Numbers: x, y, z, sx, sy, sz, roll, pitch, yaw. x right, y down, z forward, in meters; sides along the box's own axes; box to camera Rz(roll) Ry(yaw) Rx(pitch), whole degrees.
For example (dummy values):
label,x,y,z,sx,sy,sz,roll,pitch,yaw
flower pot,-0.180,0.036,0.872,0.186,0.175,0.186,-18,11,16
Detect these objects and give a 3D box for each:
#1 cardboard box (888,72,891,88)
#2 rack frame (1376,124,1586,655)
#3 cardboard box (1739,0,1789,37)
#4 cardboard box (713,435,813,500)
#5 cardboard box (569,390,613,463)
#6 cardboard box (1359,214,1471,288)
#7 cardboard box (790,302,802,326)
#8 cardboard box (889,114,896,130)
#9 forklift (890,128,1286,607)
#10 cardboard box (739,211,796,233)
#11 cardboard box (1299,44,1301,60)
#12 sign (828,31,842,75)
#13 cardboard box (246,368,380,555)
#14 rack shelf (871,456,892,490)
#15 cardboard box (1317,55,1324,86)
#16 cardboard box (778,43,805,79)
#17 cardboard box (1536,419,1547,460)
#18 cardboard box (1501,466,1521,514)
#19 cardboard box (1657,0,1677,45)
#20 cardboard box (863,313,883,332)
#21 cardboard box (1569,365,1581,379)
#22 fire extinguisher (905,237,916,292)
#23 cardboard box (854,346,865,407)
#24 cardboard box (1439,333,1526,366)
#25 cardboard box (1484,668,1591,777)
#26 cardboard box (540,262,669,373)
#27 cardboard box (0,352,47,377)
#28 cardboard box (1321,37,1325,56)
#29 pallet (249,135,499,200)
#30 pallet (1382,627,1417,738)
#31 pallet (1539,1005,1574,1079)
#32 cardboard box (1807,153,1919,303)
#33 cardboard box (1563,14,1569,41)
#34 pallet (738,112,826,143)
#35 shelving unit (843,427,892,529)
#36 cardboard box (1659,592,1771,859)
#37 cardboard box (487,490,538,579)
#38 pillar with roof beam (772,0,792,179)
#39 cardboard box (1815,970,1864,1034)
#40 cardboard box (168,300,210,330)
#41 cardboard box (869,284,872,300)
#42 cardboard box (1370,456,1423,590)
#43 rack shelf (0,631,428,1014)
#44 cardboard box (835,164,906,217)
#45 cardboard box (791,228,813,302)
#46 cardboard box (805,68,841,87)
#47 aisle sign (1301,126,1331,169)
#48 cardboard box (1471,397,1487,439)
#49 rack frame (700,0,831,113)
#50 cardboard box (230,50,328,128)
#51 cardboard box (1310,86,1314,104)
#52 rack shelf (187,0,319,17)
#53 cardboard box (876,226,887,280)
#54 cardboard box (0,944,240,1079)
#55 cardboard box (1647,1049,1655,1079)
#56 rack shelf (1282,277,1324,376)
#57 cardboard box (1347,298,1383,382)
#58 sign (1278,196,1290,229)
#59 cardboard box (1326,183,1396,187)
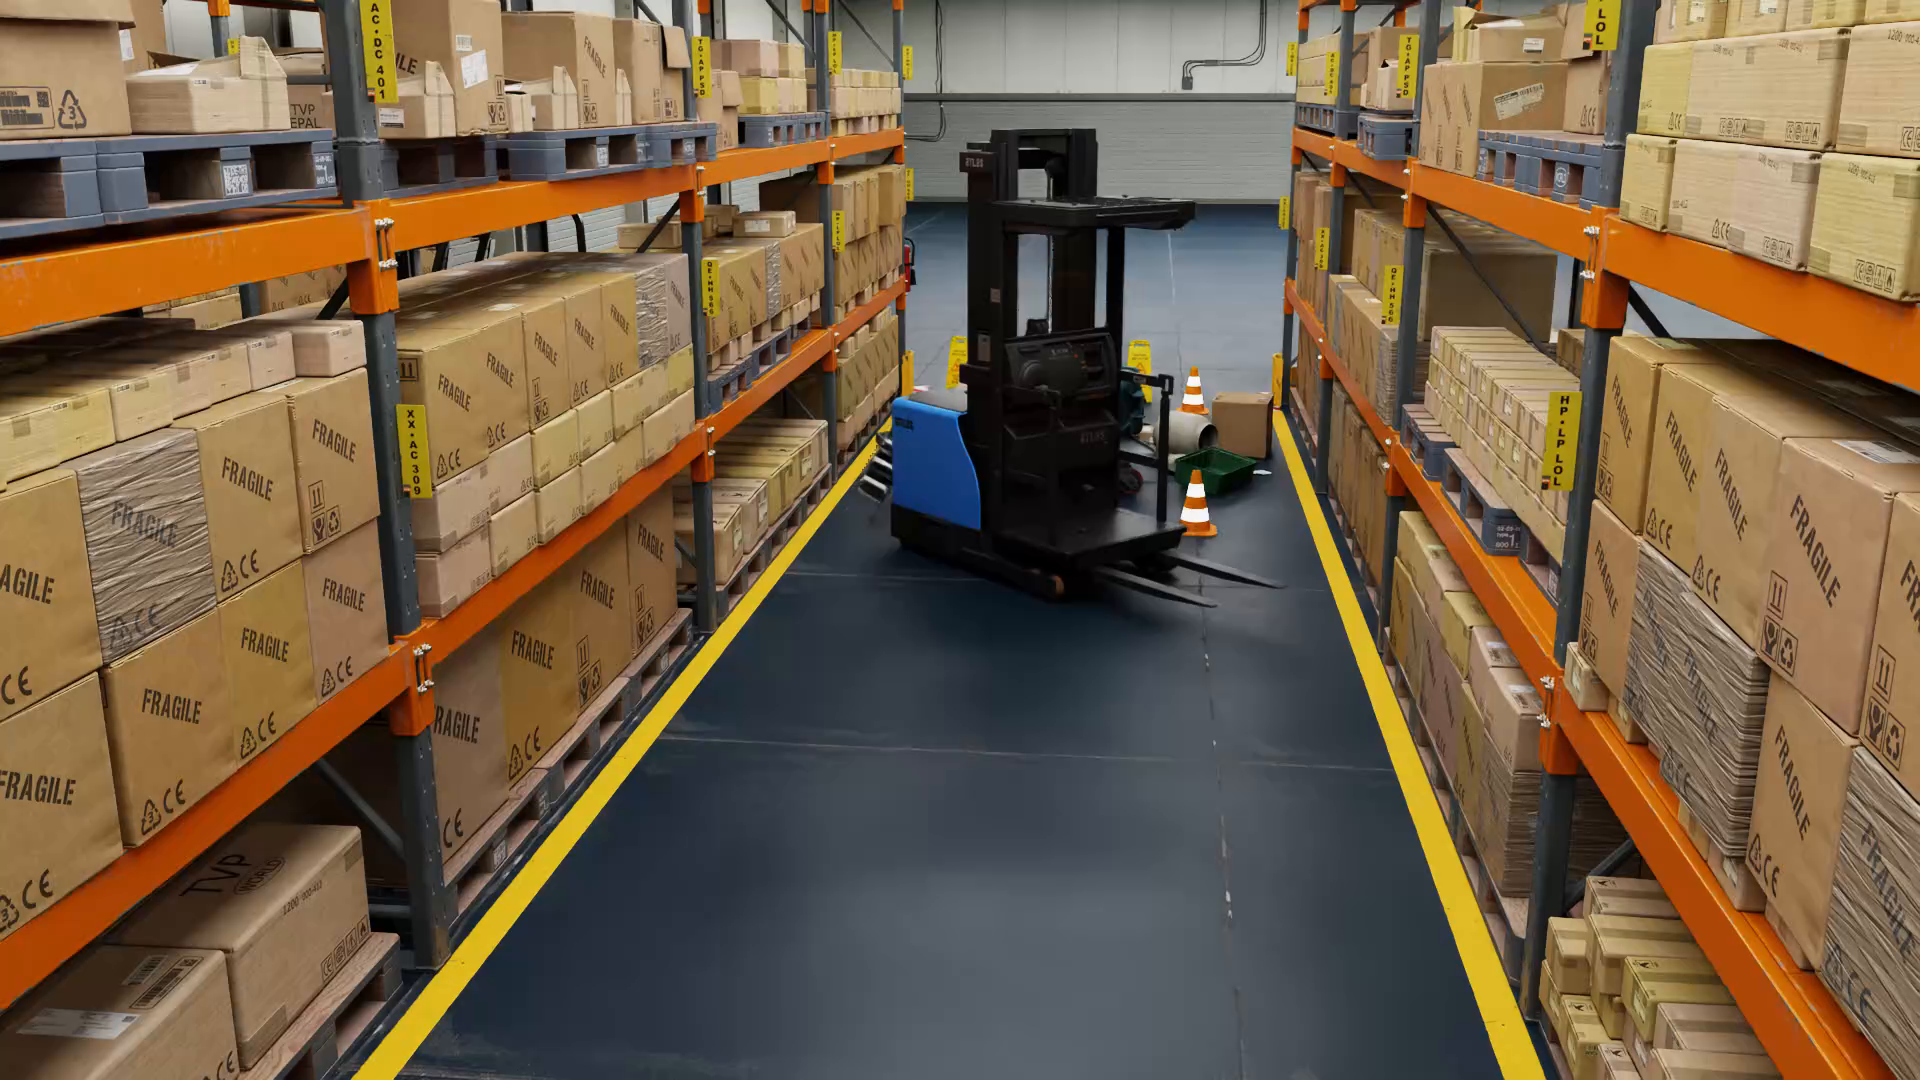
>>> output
label,x,y,z,sx,sy,sz,roll,pitch,yaw
cardboard box,-0.891,-4.526,16.362,0.380,0.149,0.250,2,15,7
rack frame,2.948,-0.782,9.309,1.000,3.000,0.127,2,15,6
cardboard box,2.113,-1.284,3.981,0.380,0.149,0.250,1,15,5
cardboard box,-1.665,-0.551,12.683,0.950,0.372,0.625,3,15,10
cardboard box,-1.934,-0.537,7.730,0.500,0.250,0.500,1,15,5
cardboard box,3.293,-2.088,12.031,0.700,0.500,0.500,1,15,5
cardboard box,-1.380,-1.677,12.295,0.380,0.149,0.250,2,15,7
cardboard box,-0.837,-4.137,16.451,0.380,0.149,0.250,2,15,7
forklift,0.810,-1.168,10.868,1.130,2.935,3.031,-12,19,-37
cardboard box,-1.423,-2.342,12.266,0.380,0.149,0.250,1,15,5
cardboard box,3.497,-4.743,16.166,0.380,0.149,0.250,2,15,7
sign,-0.979,-3.812,13.020,0.100,0.325,0.005,2,15,6
cardboard box,-2.212,-0.265,5.288,0.500,0.500,0.500,2,15,6
rack shelf,-0.583,-0.503,12.464,0.200,0.077,0.258,28,-28,-1
cardboard box,3.316,-3.986,14.131,0.500,0.250,0.500,2,15,6
cardboard box,-1.469,-3.605,12.526,0.500,0.250,0.500,2,15,8
cardboard box,2.409,-0.360,6.284,0.380,0.149,0.250,1,15,4
cardboard box,2.458,-0.204,6.848,0.380,0.149,0.250,1,15,4
cardboard box,2.223,-1.486,4.730,0.380,0.149,0.250,1,15,5
cardboard box,-0.948,-2.081,15.896,0.380,0.149,0.250,2,15,9
cardboard box,3.316,-0.797,8.468,0.380,0.149,0.250,2,15,8
fire extinguisher,-0.608,-2.956,17.494,0.296,0.674,0.183,2,15,6
cardboard box,-1.147,-1.461,14.845,0.500,0.500,0.500,2,15,9
cardboard box,2.676,-0.967,8.529,0.380,0.149,0.250,1,15,5
cardboard box,2.329,0.696,6.388,0.500,0.250,0.500,1,15,5
cardboard box,-1.830,-1.158,8.590,0.500,0.500,0.500,2,15,7
cardboard box,-2.816,-0.437,4.682,0.380,0.149,0.250,2,15,6
cardboard box,3.237,-4.149,13.972,0.380,0.149,0.250,2,15,6
pallet,-2.379,-1.459,6.432,0.805,0.209,1.217,1,15,4
pallet,2.858,0.766,8.923,1.003,0.211,1.213,2,15,6
pallet,2.456,1.776,5.188,1.003,0.211,1.213,2,15,6
cardboard box,1.994,-0.608,3.205,0.500,0.250,0.500,2,15,9
cardboard box,3.161,-2.536,8.388,0.396,0.266,0.258,2,15,6
pallet,-1.706,-3.140,12.640,1.213,0.211,1.003,2,15,6
shelving unit,-0.569,-0.529,12.479,0.210,0.900,0.258,28,-28,-1
cardboard box,2.049,0.442,4.018,0.500,0.500,0.500,1,15,5
cardboard box,-2.064,-0.033,6.824,0.500,0.250,0.500,1,15,5
pillar with roof beam,0.000,-11.962,39.160,9.100,9.000,0.400,2,15,6
cardboard box,2.048,0.920,3.494,0.380,0.149,0.250,2,15,7
cardboard box,-6.311,-1.743,13.150,0.500,0.250,0.500,2,15,6
cardboard box,-1.022,-2.288,15.358,0.380,0.149,0.250,2,15,6
cardboard box,3.106,-0.054,10.122,1.050,0.750,0.750,1,15,5
rack shelf,-2.659,1.002,4.090,1.077,0.370,4.000,2,15,6
cardboard box,-0.920,-3.512,16.728,0.700,0.500,0.500,1,15,5
cardboard box,-1.409,-2.079,12.537,0.500,0.500,0.500,2,15,7
cardboard box,-1.171,-3.723,13.391,0.380,0.149,0.250,1,15,5
aisle sign,3.561,-4.139,16.743,0.394,0.787,0.004,2,15,6
cardboard box,2.550,-0.554,7.571,0.380,0.149,0.250,2,15,6
rack frame,-1.530,-4.835,12.805,1.000,3.000,0.127,2,15,6
cardboard box,-2.542,-1.707,6.348,0.500,0.311,0.500,2,15,6
cardboard box,3.323,-3.962,14.807,0.380,0.149,0.250,2,15,7
rack shelf,-6.237,-4.959,15.406,1.077,0.370,4.000,2,15,6
cardboard box,-0.988,-2.760,15.863,0.500,0.500,0.500,2,15,6
cardboard box,-2.711,1.562,4.745,0.875,0.438,0.875,1,15,5
cardboard box,2.173,1.572,4.689,0.380,0.149,0.250,1,15,3
rack shelf,3.625,-1.991,15.158,1.077,0.370,4.000,2,15,6
cardboard box,2.900,-1.347,11.207,0.500,0.500,0.500,2,15,7
sign,3.300,-3.331,16.925,0.100,0.325,0.005,2,15,6
cardboard box,3.619,-2.790,14.378,0.875,0.550,0.550,2,15,6
